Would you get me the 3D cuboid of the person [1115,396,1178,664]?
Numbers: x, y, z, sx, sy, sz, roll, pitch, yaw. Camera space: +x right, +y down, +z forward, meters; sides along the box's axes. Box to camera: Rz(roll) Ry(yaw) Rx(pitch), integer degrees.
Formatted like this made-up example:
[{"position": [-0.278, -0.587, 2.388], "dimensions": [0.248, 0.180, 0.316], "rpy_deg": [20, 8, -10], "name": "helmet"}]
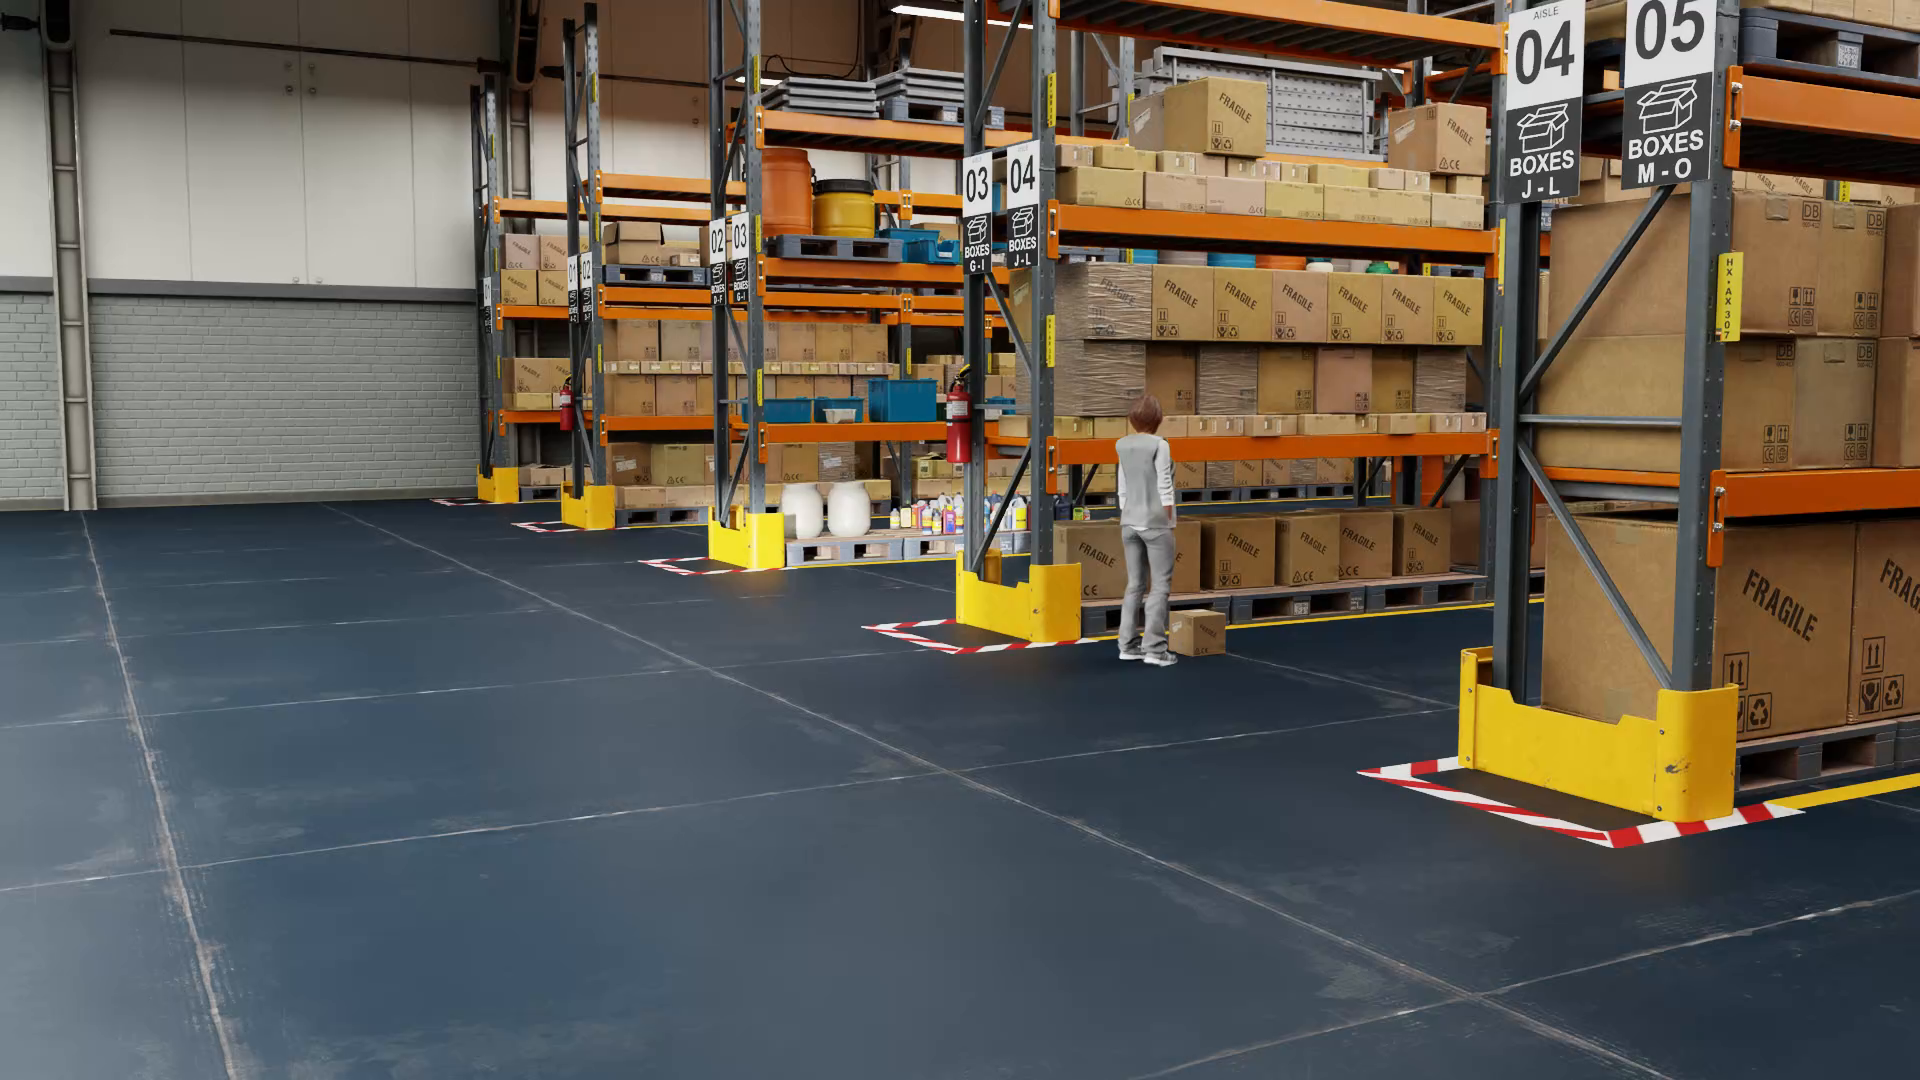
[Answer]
[{"position": [1.108, -0.052, 9.928], "dimensions": [0.305, 1.590, 0.407], "rpy_deg": [-5, 7, -44], "name": "person"}]
